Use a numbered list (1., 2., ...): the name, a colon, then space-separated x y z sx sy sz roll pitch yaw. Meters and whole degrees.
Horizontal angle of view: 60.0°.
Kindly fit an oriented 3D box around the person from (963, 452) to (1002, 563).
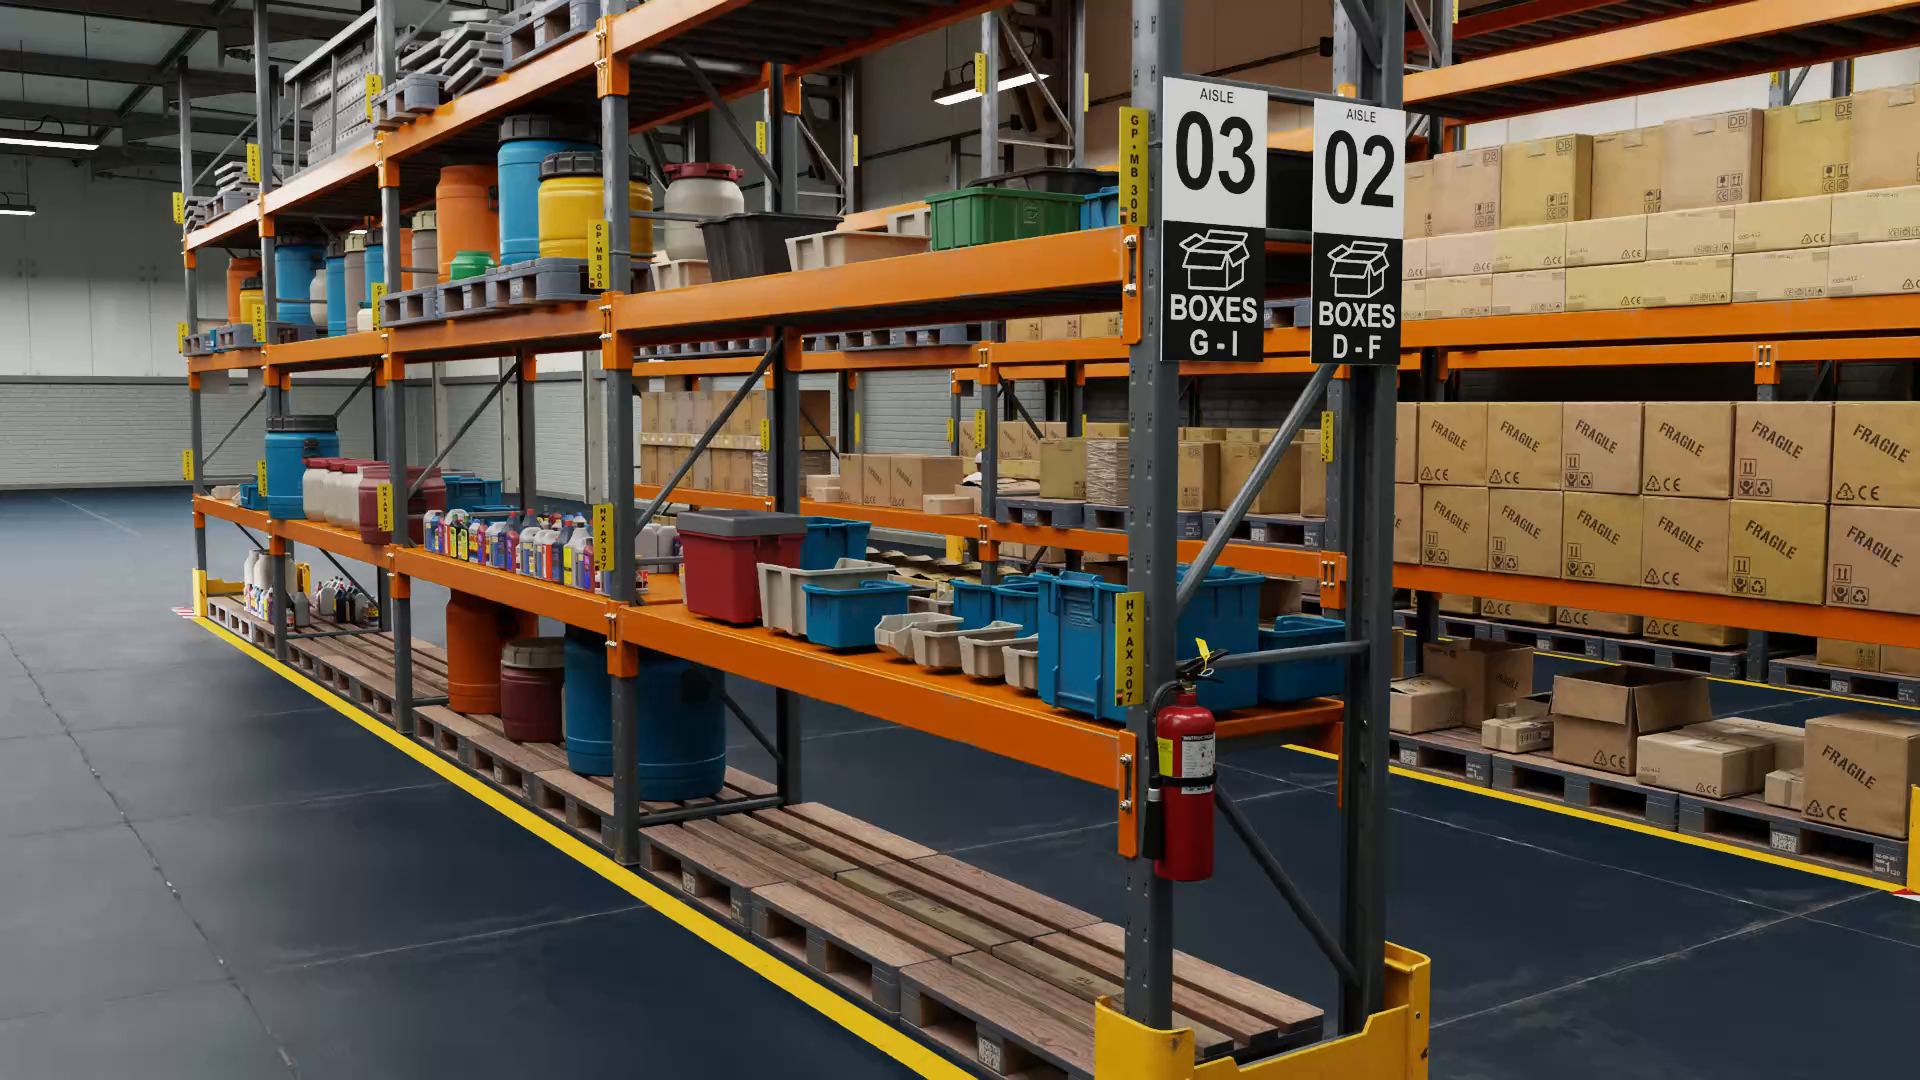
1. person: 0.245 -0.117 18.839 0.454 1.761 0.636 -3 6 -37
